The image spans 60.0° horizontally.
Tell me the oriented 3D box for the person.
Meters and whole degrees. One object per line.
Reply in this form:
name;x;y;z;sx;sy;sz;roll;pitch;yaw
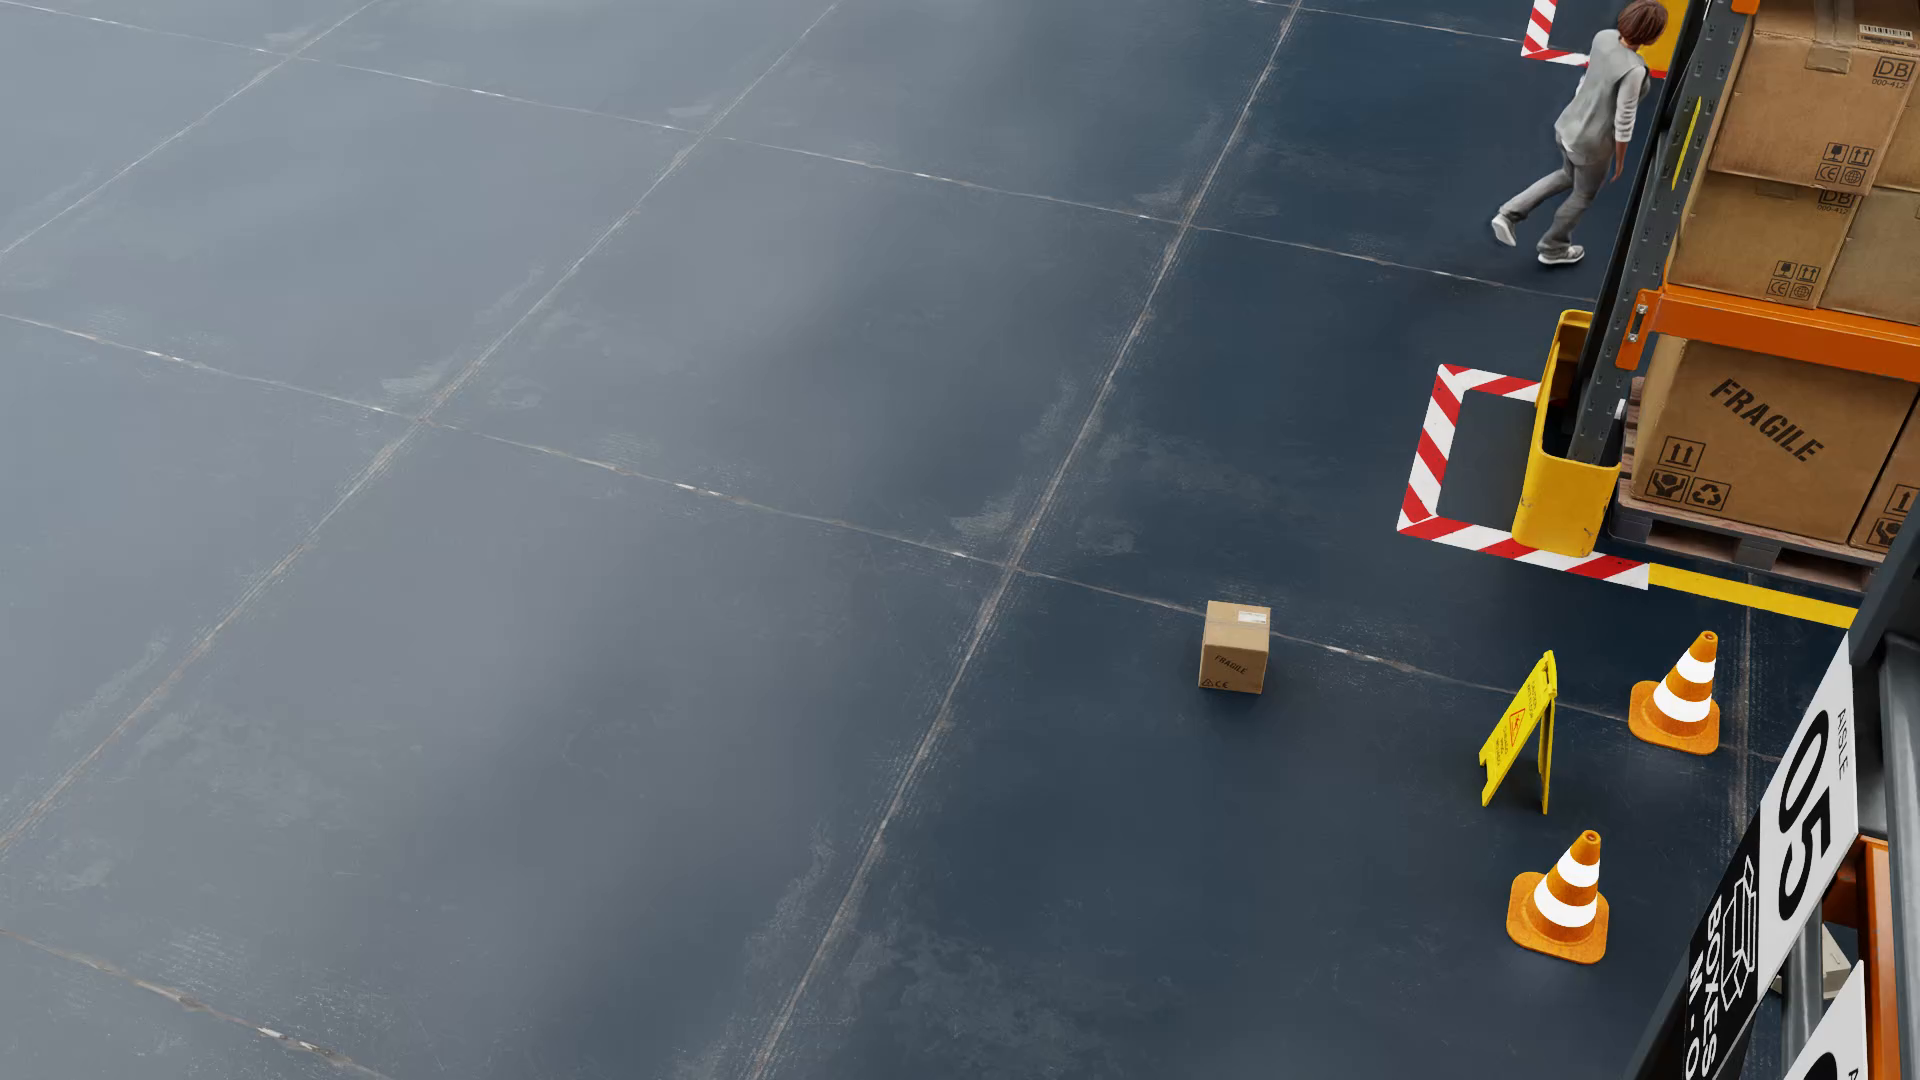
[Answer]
person;3.121;-2.025;8.396;0.574;1.571;0.558;-8;43;-9
